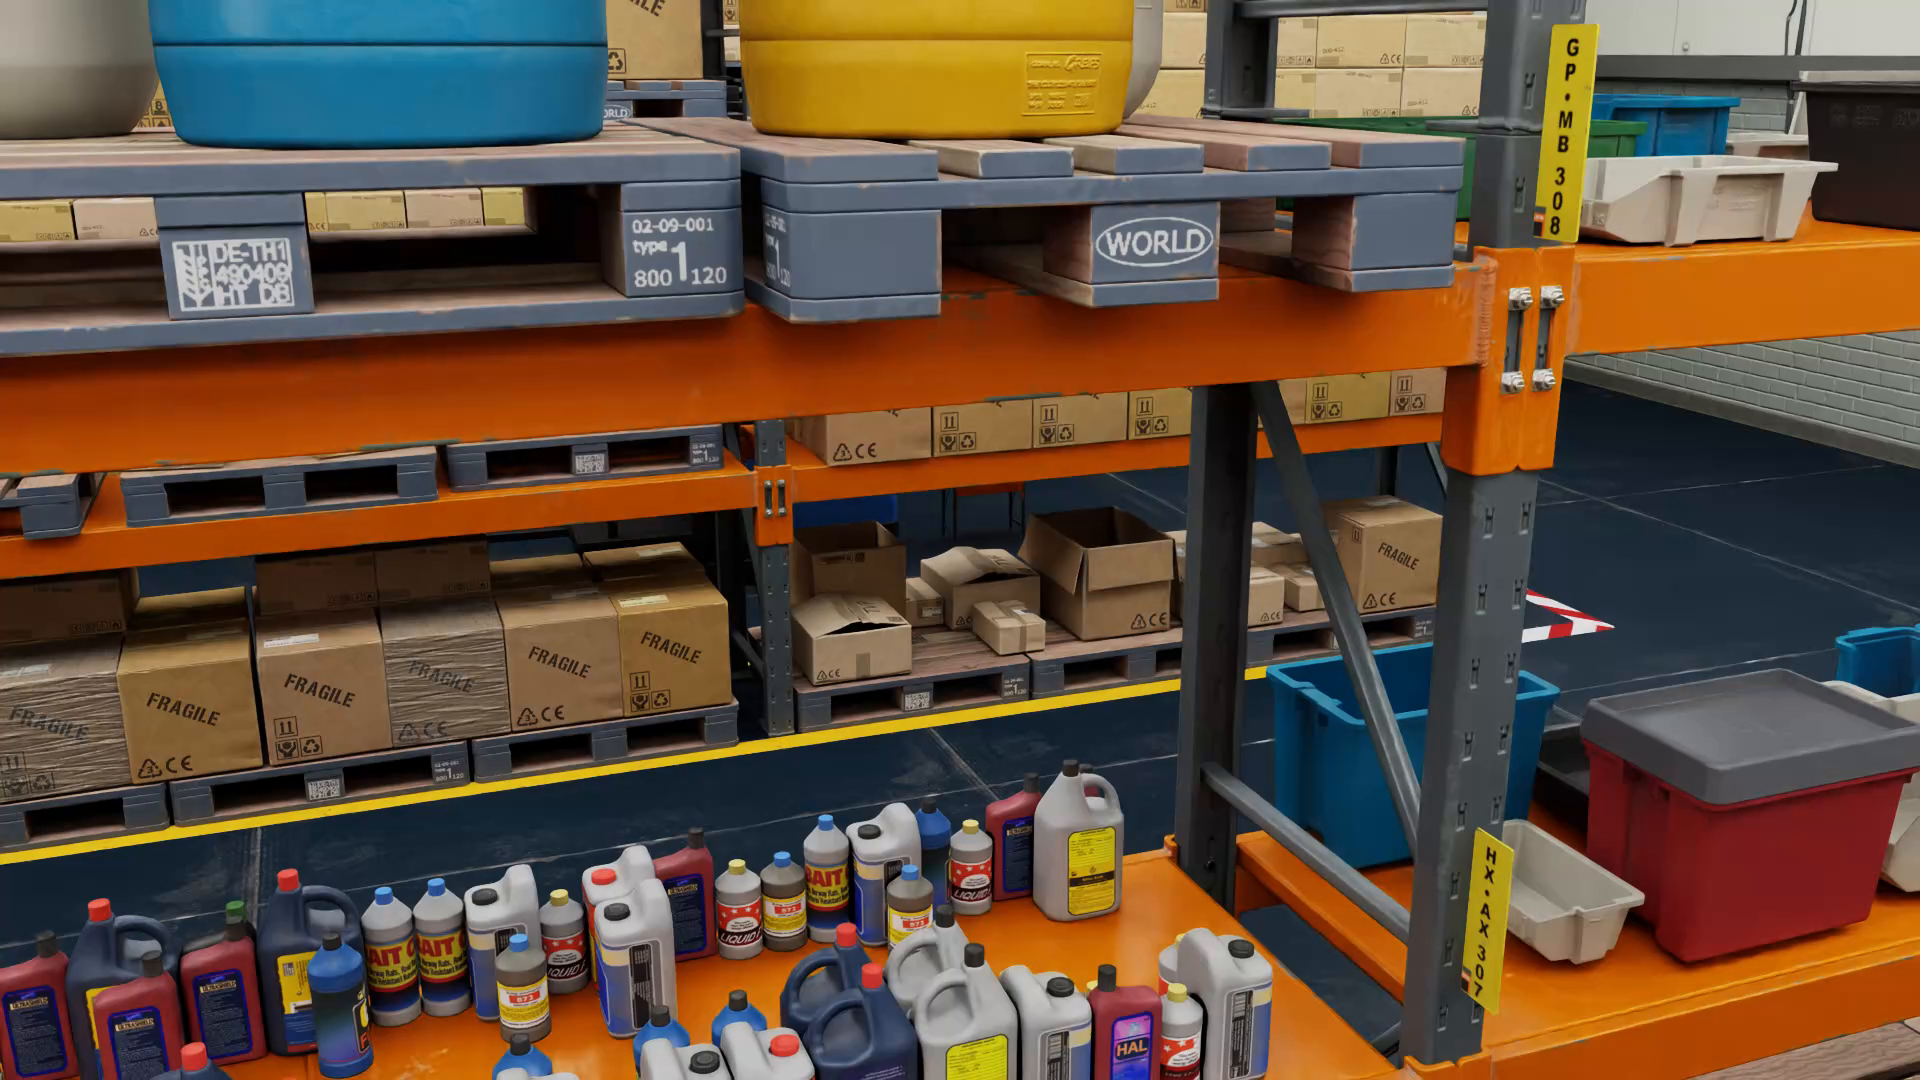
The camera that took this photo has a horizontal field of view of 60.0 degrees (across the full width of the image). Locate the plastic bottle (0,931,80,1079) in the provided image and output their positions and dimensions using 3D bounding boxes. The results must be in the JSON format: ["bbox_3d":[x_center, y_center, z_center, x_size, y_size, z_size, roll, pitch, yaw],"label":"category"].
[{"bbox_3d":[-1.699,0.859,3.055,0.133,0.283,0.061,-6,17,-20],"label":"plastic bottle"}]

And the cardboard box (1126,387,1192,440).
[{"bbox_3d":[0.968,-0.817,8.379,0.500,0.500,0.500,-6,18,-21],"label":"cardboard box"}]

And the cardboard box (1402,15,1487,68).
[{"bbox_3d":[2.322,-2.527,8.434,0.500,0.250,0.500,-6,17,-20],"label":"cardboard box"}]

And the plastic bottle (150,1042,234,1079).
[{"bbox_3d":[-1.206,0.955,2.608,0.185,0.351,0.144,-6,17,-20],"label":"plastic bottle"}]

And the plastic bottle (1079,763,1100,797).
[{"bbox_3d":[0.249,0.649,3.771,0.133,0.283,0.061,-6,17,-20],"label":"plastic bottle"}]

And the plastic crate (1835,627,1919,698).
[{"bbox_3d":[2.621,0.418,4.542,0.300,0.233,0.416,-6,17,-20],"label":"plastic crate"}]

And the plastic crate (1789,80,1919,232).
[{"bbox_3d":[2.002,-0.761,3.275,0.590,0.269,0.497,-6,17,-20],"label":"plastic crate"}]

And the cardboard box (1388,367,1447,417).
[{"bbox_3d":[2.390,-0.970,8.899,0.500,0.500,0.500,-6,17,-18],"label":"cardboard box"}]

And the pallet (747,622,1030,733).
[{"bbox_3d":[-0.383,0.634,8.566,1.213,0.211,1.003,-6,17,-20],"label":"pallet"}]

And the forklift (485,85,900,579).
[{"bbox_3d":[-1.956,-1.229,10.081,3.031,2.935,1.130,-5,17,-17],"label":"forklift"}]

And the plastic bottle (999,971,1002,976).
[{"bbox_3d":[0.089,0.894,3.081,0.097,0.201,0.097,0,16,0],"label":"plastic bottle"}]

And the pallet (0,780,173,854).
[{"bbox_3d":[-4.049,1.041,7.180,1.213,0.211,1.003,-6,17,-20],"label":"pallet"}]

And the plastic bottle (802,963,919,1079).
[{"bbox_3d":[-0.170,0.889,2.833,0.185,0.351,0.144,-6,17,-20],"label":"plastic bottle"}]

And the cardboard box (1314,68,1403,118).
[{"bbox_3d":[1.854,-2.237,8.335,0.500,0.250,0.500,-6,17,-20],"label":"cardboard box"}]

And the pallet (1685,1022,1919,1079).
[{"bbox_3d":[2.558,1.798,4.601,1.213,0.211,1.003,-6,17,-20],"label":"pallet"}]

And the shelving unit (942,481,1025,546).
[{"bbox_3d":[0.155,-0.592,10.986,0.503,1.200,0.258,-6,17,-20],"label":"shelving unit"}]

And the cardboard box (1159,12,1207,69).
[{"bbox_3d":[0.922,-2.375,7.916,0.500,0.250,0.500,-6,17,-20],"label":"cardboard box"}]

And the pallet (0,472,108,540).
[{"bbox_3d":[-4.152,-0.227,6.887,1.003,0.211,1.213,-6,17,-20],"label":"pallet"}]

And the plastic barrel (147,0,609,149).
[{"bbox_3d":[-0.795,-1.001,2.223,0.708,0.901,0.600,-6,17,-20],"label":"plastic barrel"}]

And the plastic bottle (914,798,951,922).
[{"bbox_3d":[-0.068,0.695,3.638,0.097,0.271,0.097,0,16,0],"label":"plastic bottle"}]

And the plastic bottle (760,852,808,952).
[{"bbox_3d":[-0.375,0.761,3.534,0.097,0.201,0.097,0,16,0],"label":"plastic bottle"}]

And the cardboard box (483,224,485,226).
[{"bbox_3d":[-3.142,-2.026,11.932,0.500,0.500,0.500,-6,18,-21],"label":"cardboard box"}]

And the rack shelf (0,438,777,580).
[{"bbox_3d":[-2.892,-0.088,7.352,4.000,0.370,1.077,-6,17,-20],"label":"rack shelf"}]

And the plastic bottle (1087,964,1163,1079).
[{"bbox_3d":[0.292,0.885,2.970,0.133,0.283,0.061,-6,17,-20],"label":"plastic bottle"}]

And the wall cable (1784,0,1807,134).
[{"bbox_3d":[6.344,-4.206,14.962,0.112,2.526,3.097,-6,17,-20],"label":"wall cable"}]

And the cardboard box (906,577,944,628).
[{"bbox_3d":[-0.266,0.336,8.910,0.250,0.149,0.380,-6,17,-20],"label":"cardboard box"}]

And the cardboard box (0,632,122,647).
[{"bbox_3d":[-3.971,0.600,7.386,0.500,0.500,0.500,-5,17,-18],"label":"cardboard box"}]

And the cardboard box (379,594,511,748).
[{"bbox_3d":[-2.316,0.576,7.468,0.500,0.500,0.500,-6,17,-19],"label":"cardboard box"}]

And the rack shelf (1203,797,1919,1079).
[{"bbox_3d":[2.612,0.812,4.286,4.000,0.370,1.077,-6,17,-20],"label":"rack shelf"}]

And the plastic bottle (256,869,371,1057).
[{"bbox_3d":[-1.238,0.790,3.172,0.185,0.351,0.144,-6,17,-20],"label":"plastic bottle"}]

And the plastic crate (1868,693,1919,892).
[{"bbox_3d":[2.236,0.591,3.866,0.530,0.282,0.437,-6,17,-20],"label":"plastic crate"}]

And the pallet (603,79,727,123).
[{"bbox_3d":[-1.659,-1.937,7.380,1.003,0.211,1.213,-6,17,-20],"label":"pallet"}]

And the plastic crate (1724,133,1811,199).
[{"bbox_3d":[1.796,-0.873,3.891,0.466,0.136,0.293,-6,17,-20],"label":"plastic crate"}]

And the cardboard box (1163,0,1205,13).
[{"bbox_3d":[0.810,-2.817,8.091,0.500,0.500,0.700,-6,17,-20],"label":"cardboard box"}]

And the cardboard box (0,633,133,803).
[{"bbox_3d":[-3.746,0.731,6.940,0.500,0.500,0.500,-7,18,-22],"label":"cardboard box"}]

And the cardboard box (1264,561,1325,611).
[{"bbox_3d":[1.880,0.247,9.182,0.250,0.166,0.380,-6,17,-20],"label":"cardboard box"}]

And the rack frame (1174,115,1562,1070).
[{"bbox_3d":[0.744,0.668,3.498,0.127,3.000,1.000,-6,17,-20],"label":"rack frame"}]

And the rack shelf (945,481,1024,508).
[{"bbox_3d":[0.155,-0.337,11.061,0.480,0.148,0.258,-6,17,-20],"label":"rack shelf"}]

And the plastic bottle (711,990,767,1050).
[{"bbox_3d":[-0.382,0.912,2.898,0.097,0.271,0.097,0,16,0],"label":"plastic bottle"}]

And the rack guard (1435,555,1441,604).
[{"bbox_3d":[2.639,0.169,9.637,0.348,0.500,1.175,-6,17,-20],"label":"rack guard"}]

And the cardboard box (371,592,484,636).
[{"bbox_3d":[-2.527,0.443,7.922,0.500,0.500,0.500,-6,17,-19],"label":"cardboard box"}]

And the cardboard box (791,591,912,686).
[{"bbox_3d":[-0.555,0.458,8.205,0.500,0.311,0.500,-6,17,-20],"label":"cardboard box"}]

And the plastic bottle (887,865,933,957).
[{"bbox_3d":[-0.104,0.778,3.478,0.097,0.201,0.097,0,16,0],"label":"plastic bottle"}]

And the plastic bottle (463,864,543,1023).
[{"bbox_3d":[-0.906,0.791,3.301,0.135,0.276,0.152,-6,17,-20],"label":"plastic bottle"}]

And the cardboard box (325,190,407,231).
[{"bbox_3d":[-4.103,-2.283,11.479,0.500,0.250,0.500,-6,17,-19],"label":"cardboard box"}]

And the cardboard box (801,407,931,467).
[{"bbox_3d":[-0.451,-0.663,7.854,0.500,0.500,0.500,-6,17,-19],"label":"cardboard box"}]

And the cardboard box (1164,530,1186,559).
[{"bbox_3d":[1.167,0.151,9.361,0.500,0.250,0.500,-6,17,-20],"label":"cardboard box"}]

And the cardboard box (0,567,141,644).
[{"bbox_3d":[-3.920,0.234,7.303,0.500,0.250,0.500,-5,17,-18],"label":"cardboard box"}]

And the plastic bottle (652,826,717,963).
[{"bbox_3d":[-0.580,0.739,3.466,0.133,0.283,0.061,-6,17,-20],"label":"plastic bottle"}]

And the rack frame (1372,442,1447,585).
[{"bbox_3d":[2.710,-1.039,9.311,0.127,3.000,1.000,-6,17,-20],"label":"rack frame"}]

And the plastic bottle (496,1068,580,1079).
[{"bbox_3d":[-0.662,0.977,2.667,0.135,0.276,0.152,-6,17,-20],"label":"plastic bottle"}]

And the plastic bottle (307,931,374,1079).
[{"bbox_3d":[-1.154,0.855,3.090,0.097,0.271,0.097,0,16,0],"label":"plastic bottle"}]

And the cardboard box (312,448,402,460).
[{"bbox_3d":[-2.652,-0.690,7.203,0.500,0.500,0.700,-11,20,-34],"label":"cardboard box"}]

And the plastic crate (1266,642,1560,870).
[{"bbox_3d":[1.058,0.510,3.958,0.575,0.384,0.392,-6,17,-20],"label":"plastic crate"}]
